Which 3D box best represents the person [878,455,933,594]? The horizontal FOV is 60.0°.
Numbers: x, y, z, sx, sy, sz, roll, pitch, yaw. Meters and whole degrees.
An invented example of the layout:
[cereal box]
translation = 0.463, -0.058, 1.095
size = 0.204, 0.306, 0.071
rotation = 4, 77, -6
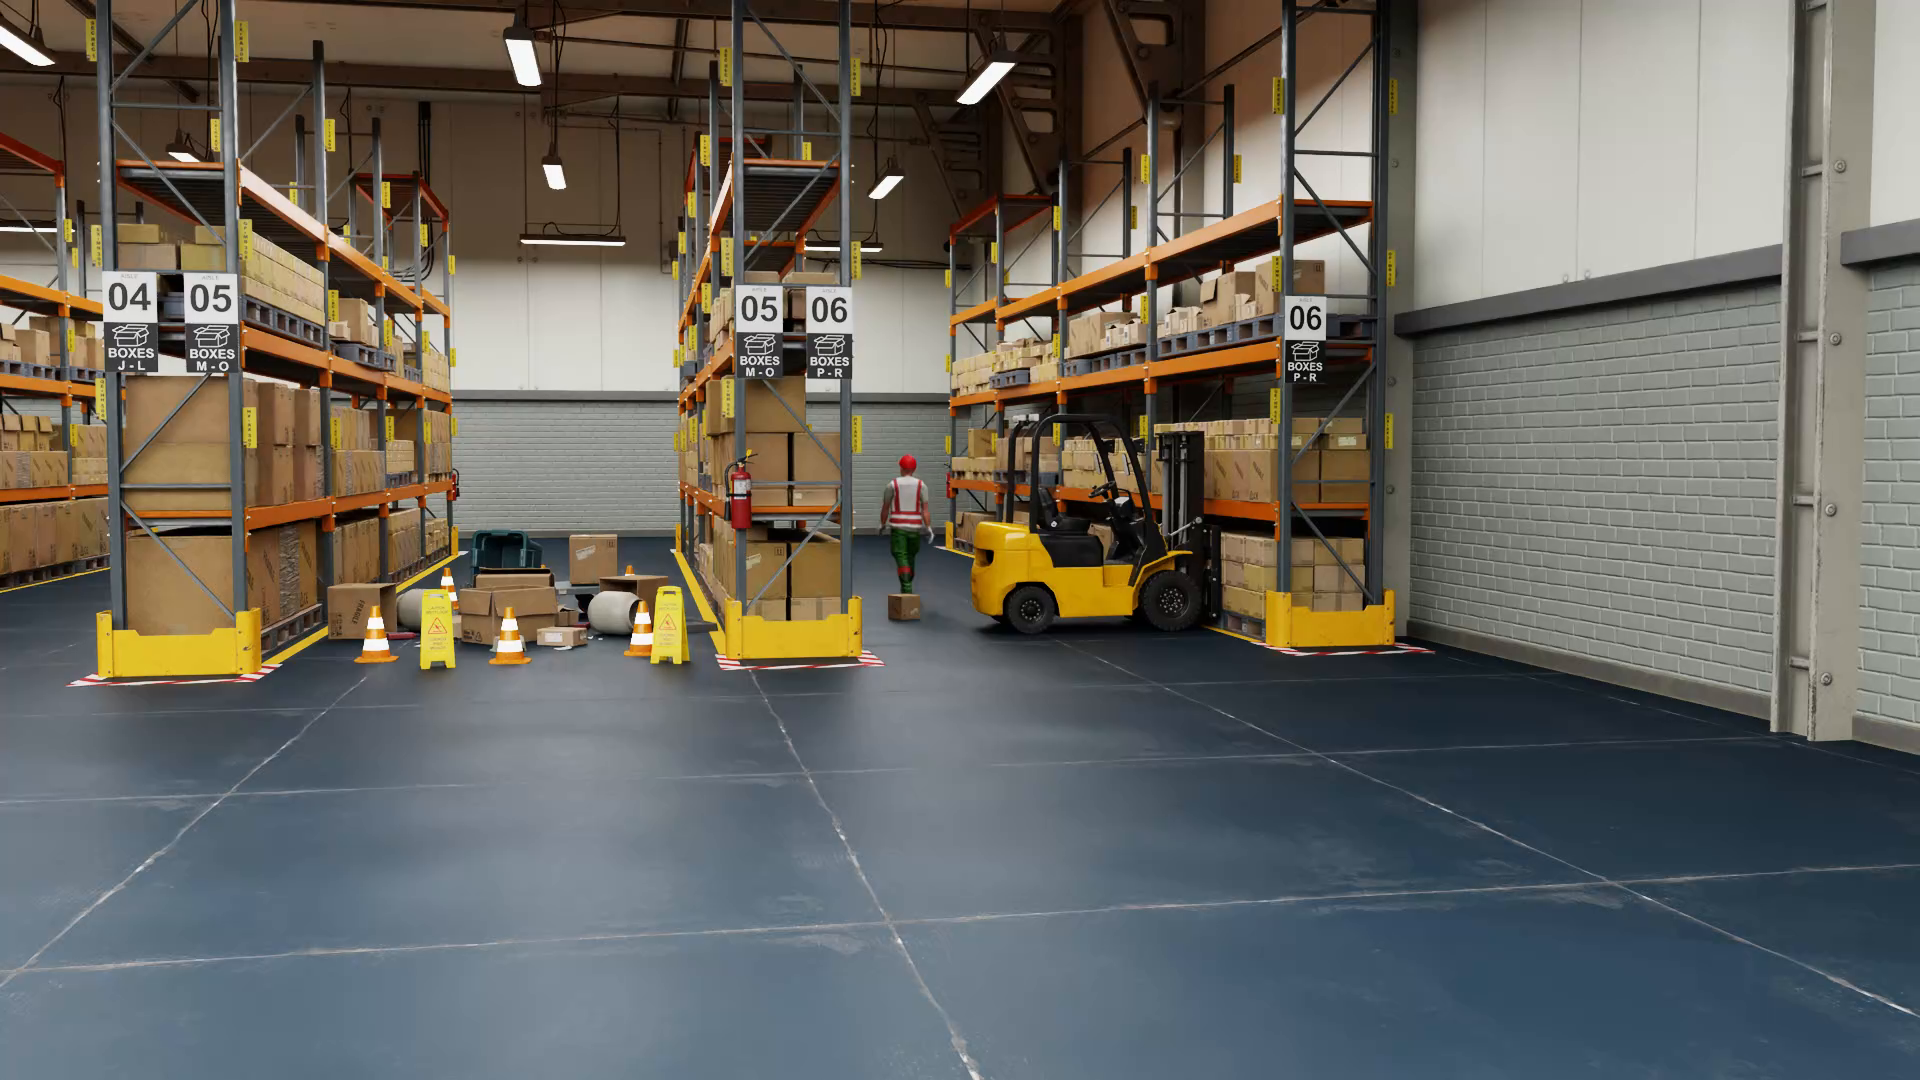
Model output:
[person]
translation = -0.661, -0.151, 19.841
size = 0.584, 1.735, 1.098
rotation = -1, 3, -18
